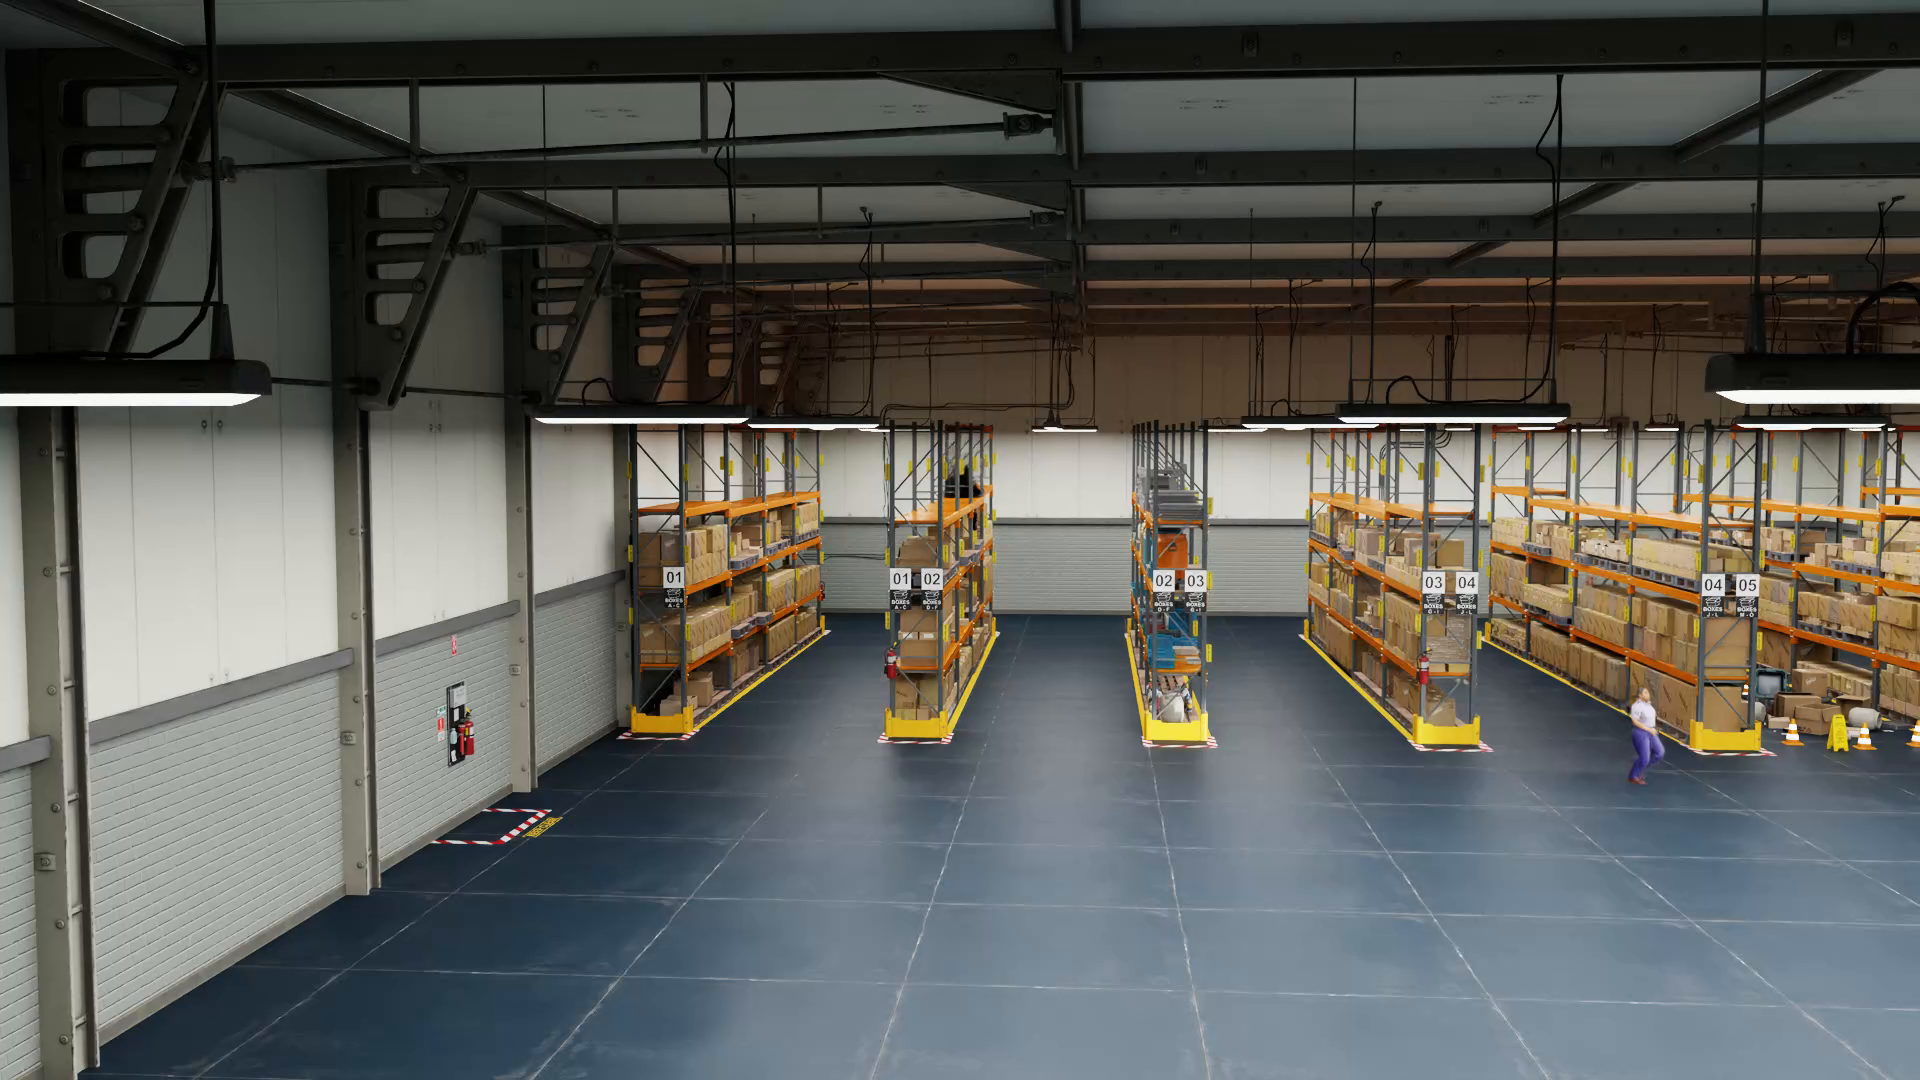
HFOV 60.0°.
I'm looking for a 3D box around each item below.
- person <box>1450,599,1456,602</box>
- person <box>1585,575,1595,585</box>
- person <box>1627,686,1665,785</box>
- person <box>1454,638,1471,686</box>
[{"bbox_3d":[13.265,2.033,44.356,0.717,1.795,1.028,0,4,3],"label":"person"},{"bbox_3d":[17.913,1.898,47.288,0.774,1.804,0.624,0,4,7],"label":"person"},{"bbox_3d":[11.218,3.207,27.217,0.588,1.595,0.527,-3,5,-44],"label":"person"},{"bbox_3d":[11.500,2.439,38.031,0.688,1.814,0.733,0,4,1],"label":"person"}]
